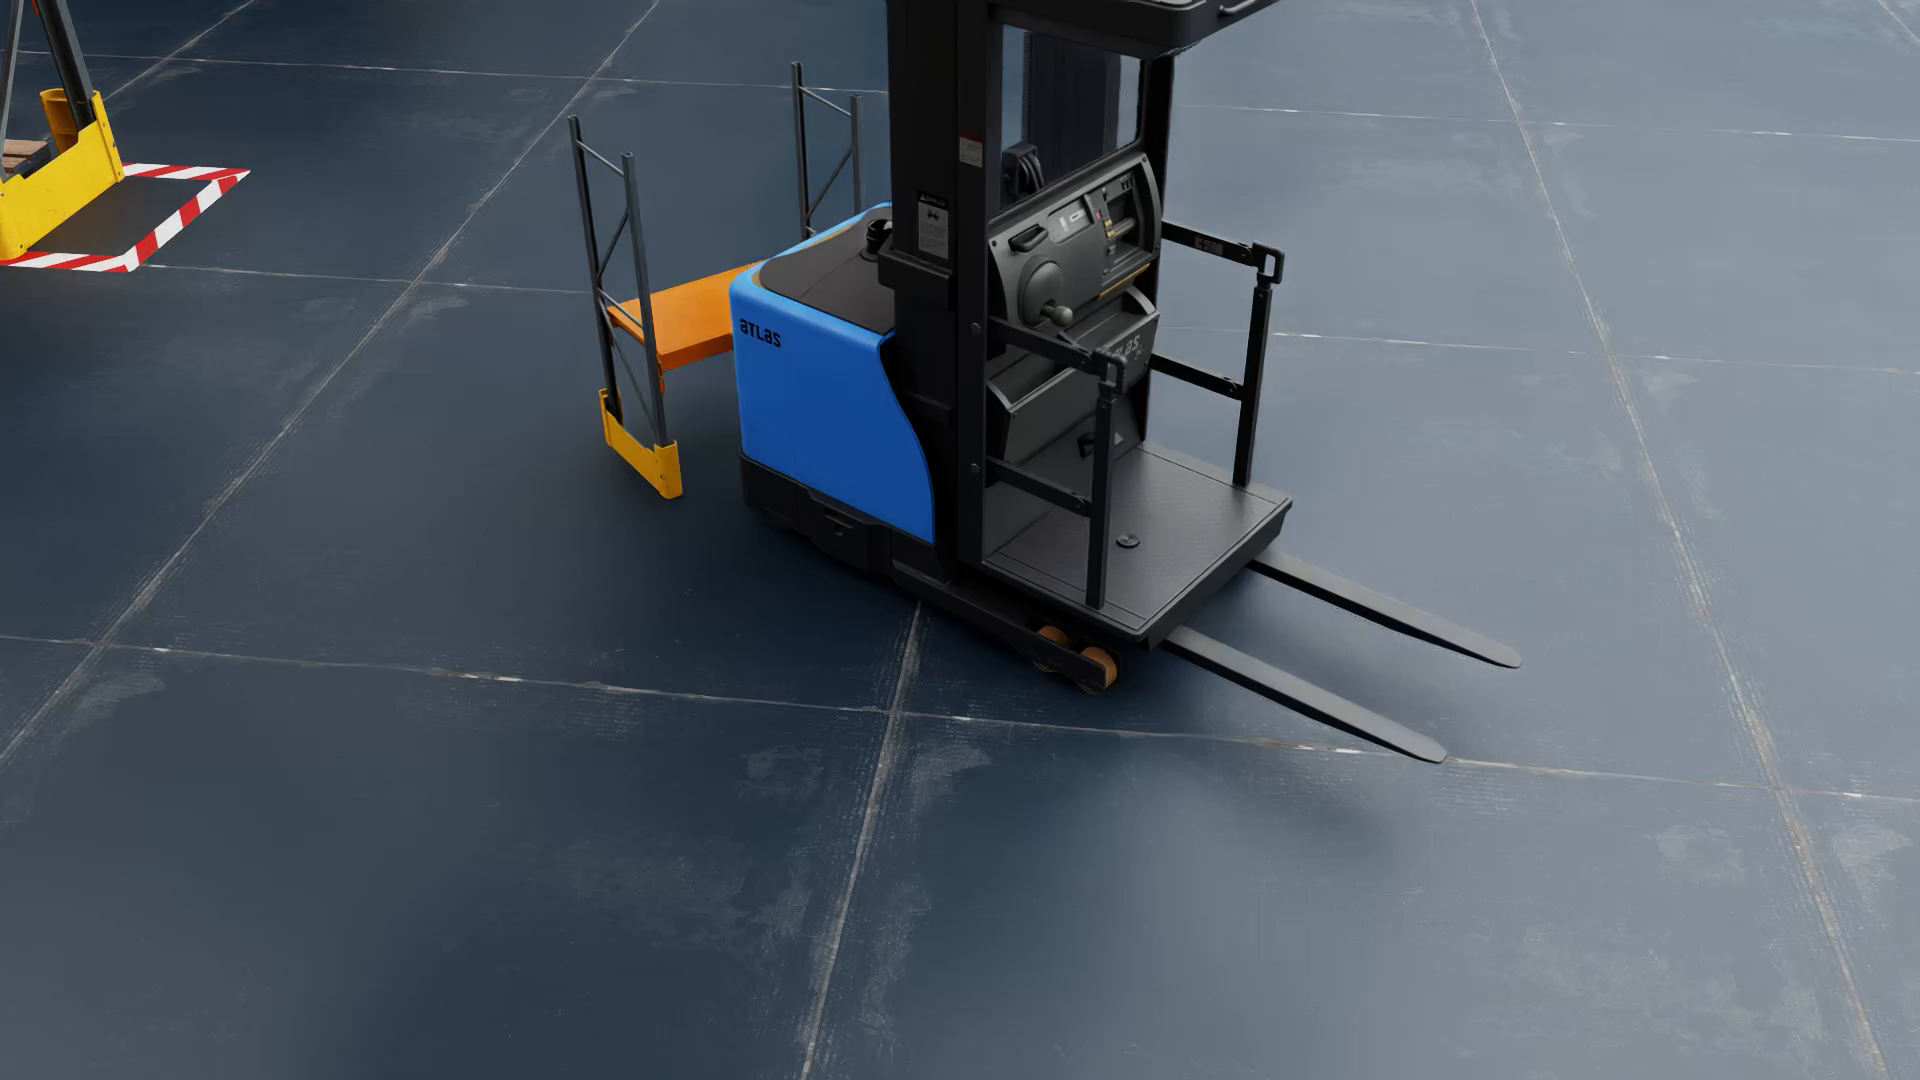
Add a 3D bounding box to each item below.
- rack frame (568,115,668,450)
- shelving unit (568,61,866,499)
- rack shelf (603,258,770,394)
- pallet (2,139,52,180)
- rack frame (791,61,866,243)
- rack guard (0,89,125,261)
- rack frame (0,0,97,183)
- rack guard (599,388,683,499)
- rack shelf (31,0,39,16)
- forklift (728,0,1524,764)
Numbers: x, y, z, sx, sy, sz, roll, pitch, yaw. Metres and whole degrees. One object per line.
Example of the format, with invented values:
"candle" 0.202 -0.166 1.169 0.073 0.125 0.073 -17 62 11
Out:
"rack frame" -1.371 -0.930 6.762 0.032 1.500 0.500 -23 42 -29
"shelving unit" -0.968 -1.101 7.002 1.083 1.500 0.587 -23 42 -29
"rack shelf" -0.961 -0.958 7.111 1.000 0.185 0.538 -23 42 -29
"pallet" -5.925 -1.975 9.336 1.213 0.211 1.003 4 36 6
"rack frame" -0.551 -1.279 7.251 0.032 1.500 0.500 -23 42 -29
"rack guard" -5.120 -2.030 9.164 0.348 0.500 1.175 4 36 6
"rack frame" -5.039 -3.069 8.468 0.127 3.000 1.000 4 36 6
"rack guard" -1.370 -0.422 7.125 0.087 0.250 0.587 -23 42 -29
"rack shelf" -7.023 -2.924 8.884 4.000 0.370 1.077 4 36 6
"forklift" 0.571 -0.991 5.616 3.031 2.935 1.130 25 42 30
